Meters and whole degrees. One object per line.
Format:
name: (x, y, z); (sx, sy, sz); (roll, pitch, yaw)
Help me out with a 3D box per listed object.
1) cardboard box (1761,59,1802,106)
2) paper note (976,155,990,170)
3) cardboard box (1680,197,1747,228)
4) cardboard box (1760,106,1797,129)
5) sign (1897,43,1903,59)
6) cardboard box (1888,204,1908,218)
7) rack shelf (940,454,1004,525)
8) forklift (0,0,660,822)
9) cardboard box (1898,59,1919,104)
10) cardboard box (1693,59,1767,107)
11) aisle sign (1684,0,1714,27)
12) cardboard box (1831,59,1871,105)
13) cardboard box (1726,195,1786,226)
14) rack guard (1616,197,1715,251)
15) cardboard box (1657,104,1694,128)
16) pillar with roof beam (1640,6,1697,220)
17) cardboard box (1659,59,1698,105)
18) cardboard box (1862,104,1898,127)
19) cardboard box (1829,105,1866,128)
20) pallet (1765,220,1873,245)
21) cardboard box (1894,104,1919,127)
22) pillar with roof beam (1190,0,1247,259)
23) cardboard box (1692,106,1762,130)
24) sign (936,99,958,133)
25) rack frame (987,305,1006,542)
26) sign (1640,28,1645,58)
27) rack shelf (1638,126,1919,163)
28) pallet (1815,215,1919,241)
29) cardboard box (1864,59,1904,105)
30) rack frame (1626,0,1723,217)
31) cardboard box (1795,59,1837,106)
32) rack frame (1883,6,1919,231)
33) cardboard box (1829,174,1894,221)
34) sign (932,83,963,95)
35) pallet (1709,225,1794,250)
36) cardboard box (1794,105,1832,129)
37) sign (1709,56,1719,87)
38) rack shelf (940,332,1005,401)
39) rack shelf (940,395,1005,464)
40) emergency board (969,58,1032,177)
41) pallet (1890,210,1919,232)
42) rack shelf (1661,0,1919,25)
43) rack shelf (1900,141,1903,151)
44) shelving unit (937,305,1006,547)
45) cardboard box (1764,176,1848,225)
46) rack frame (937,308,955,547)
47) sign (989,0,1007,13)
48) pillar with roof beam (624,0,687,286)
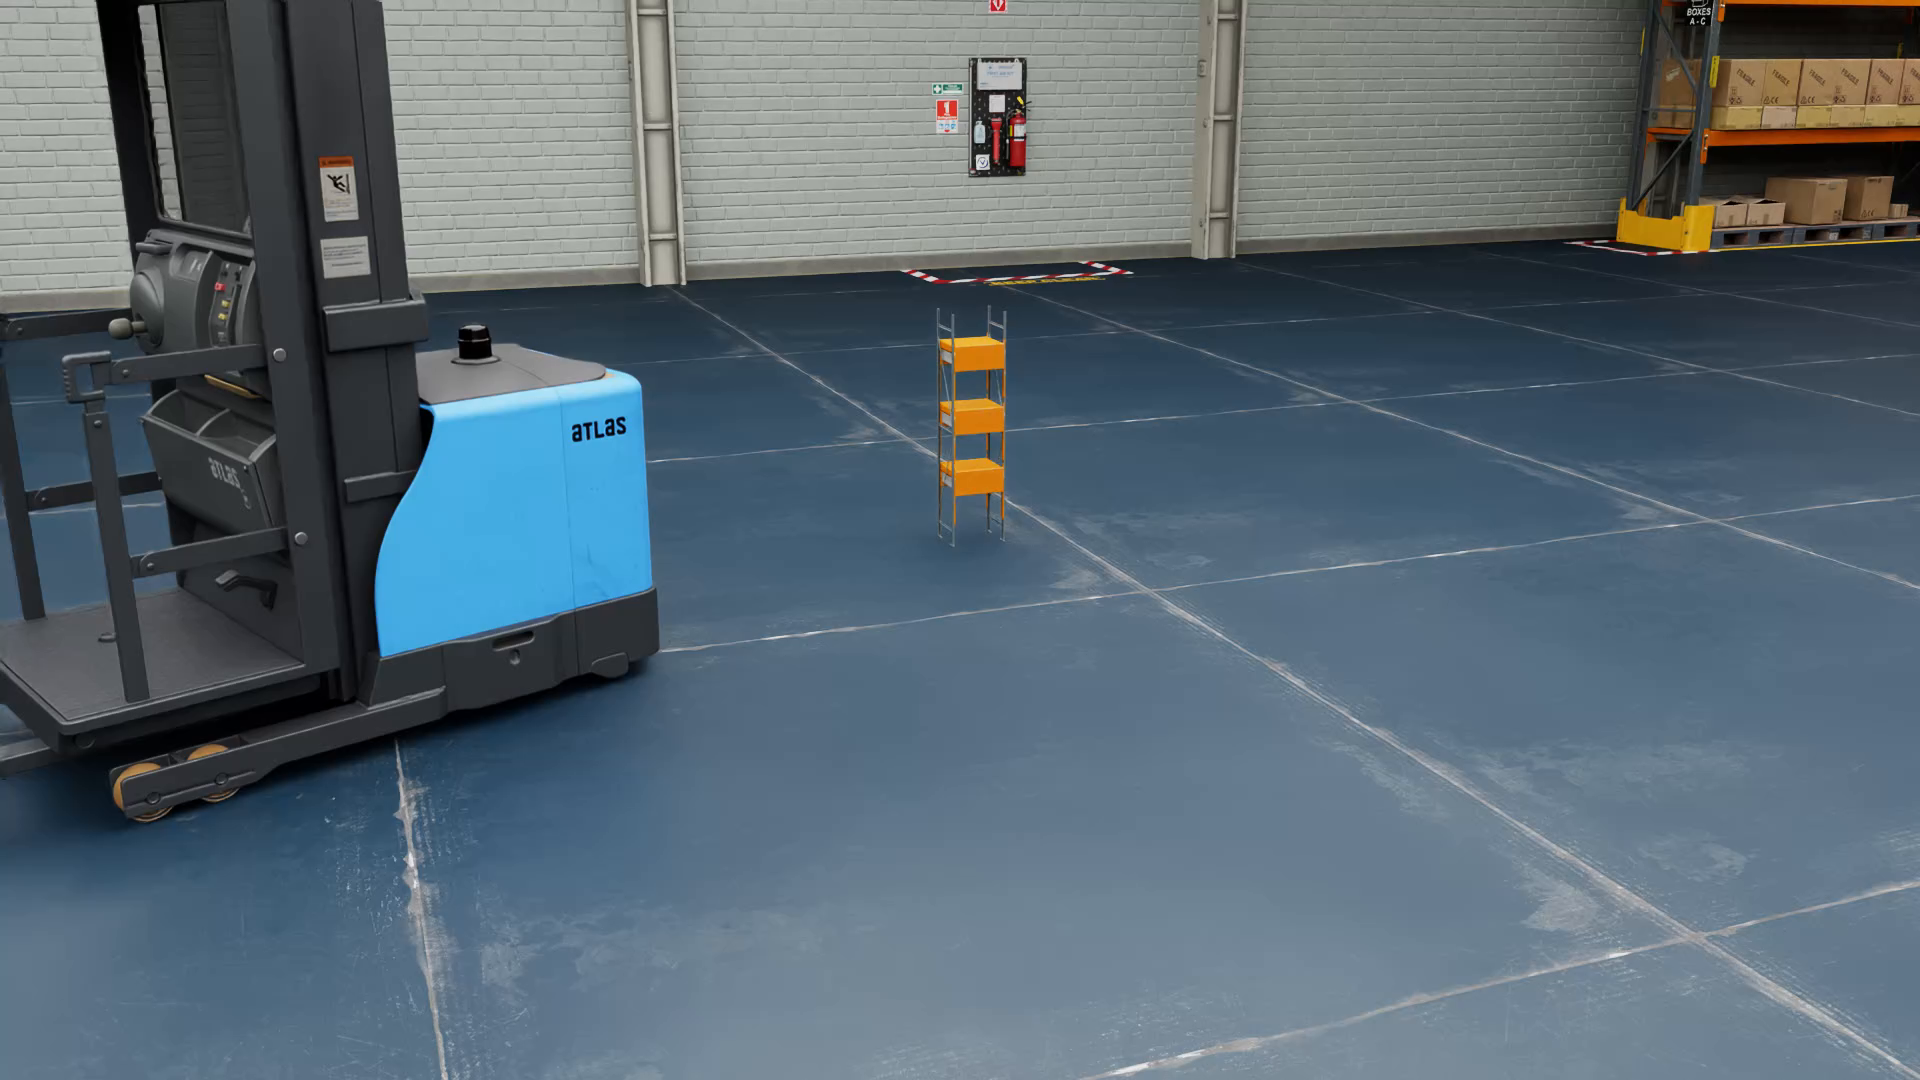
cardboard box: (9.022, -5.134, 18.658); (0.500, 0.500, 0.500); (-6, 17, -20)
paper note: (0.233, -3.852, 16.956); (0.142, 0.148, 0.016); (-6, 17, -20)
cardboard box: (8.682, -3.788, 19.164); (0.500, 0.311, 0.500); (-8, 18, -26)
cardboard box: (9.052, -4.780, 18.782); (0.500, 0.250, 0.500); (-7, 18, -22)
sign: (11.537, -5.925, 20.396); (0.005, 0.325, 0.100); (-6, 17, -20)
cardboard box: (11.250, -4.014, 20.190); (0.250, 0.166, 0.380); (-9, 18, -27)
rack shelf: (0.050, -0.232, 7.550); (0.240, 0.259, 0.215); (-6, 17, -20)
forklift: (-2.500, -0.755, 4.967); (3.031, 2.935, 1.130); (-15, 22, -41)
cardboard box: (10.944, -5.340, 19.360); (0.500, 0.500, 0.500); (-6, 17, -20)
cardboard box: (8.557, -5.087, 18.497); (0.500, 0.500, 0.500); (-6, 17, -20)
aisle sign: (8.043, -5.982, 18.030); (0.004, 0.787, 0.394); (-6, 17, -20)
cardboard box: (9.984, -5.240, 19.017); (0.500, 0.500, 0.500); (-6, 17, -18)
cardboard box: (9.214, -3.845, 19.359); (0.500, 0.311, 0.500); (-5, 17, -15)
rack guard: (8.074, -3.629, 19.068); (0.348, 0.500, 1.175); (-6, 17, -20)
cardboard box: (8.370, -4.856, 19.042); (0.500, 0.250, 0.500); (-6, 17, -19)
pillar with roof beam: (9.888, -6.864, 15.003); (0.400, 9.000, 9.100); (-6, 17, -20)
cardboard box: (8.367, -5.221, 18.955); (0.500, 0.500, 0.500); (-6, 18, -21)
cardboard box: (10.472, -4.931, 19.297); (0.500, 0.250, 0.500); (-6, 17, -20)
cardboard box: (10.003, -4.880, 19.123); (0.500, 0.250, 0.500); (-6, 17, -20)
pallet: (9.983, -3.685, 19.771); (1.213, 0.211, 1.003); (-6, 17, -20)
cardboard box: (10.936, -4.986, 19.484); (0.500, 0.250, 0.500); (-6, 17, -20)
pillar with roof beam: (4.285, -6.259, 12.943); (0.400, 9.000, 9.100); (-6, 17, -20)
cardboard box: (8.573, -4.724, 18.591); (0.500, 0.250, 0.500); (-7, 18, -22)
sign: (-0.130, -4.263, 16.728); (0.234, 0.329, 0.001); (-6, 17, -20)
rack frame: (0.164, -0.521, 7.511); (0.008, 1.050, 0.200); (-6, 17, -20)
sign: (7.823, -5.676, 18.986); (0.005, 0.325, 0.100); (-6, 17, -20)
rack shelf: (9.871, -4.677, 19.478); (4.000, 0.370, 1.077); (-6, 17, -20)
pallet: (11.124, -3.809, 20.194); (1.213, 0.211, 1.003); (-6, 17, -20)
cardboard box: (10.470, -5.292, 19.197); (0.500, 0.500, 0.500); (-7, 18, -22)
rack frame: (8.003, -4.820, 18.690); (0.127, 3.000, 1.000); (-6, 17, -20)
cardboard box: (9.506, -5.185, 18.830); (0.500, 0.500, 0.500); (-7, 18, -22)
rack frame: (11.738, -5.224, 20.063); (0.127, 3.000, 1.000); (-6, 17, -20)
cardboard box: (10.784, -4.120, 19.961); (0.500, 0.500, 0.500); (-8, 18, -24)
sign: (-0.122, -4.515, 16.647); (0.331, 0.109, 0.001); (-6, 17, -20)
pallet: (8.846, -3.563, 19.356); (1.213, 0.211, 1.003); (-6, 17, -20)
cardboard box: (9.530, -4.830, 18.952); (0.500, 0.250, 0.500); (-6, 18, -21)
sign: (8.198, -5.093, 18.082); (0.005, 0.325, 0.100); (-6, 17, -20)
rack shelf: (0.050, -0.771, 7.392); (0.240, 0.259, 0.215); (-6, 17, -20)
rack shelf: (0.050, -0.499, 7.472); (0.240, 0.259, 0.215); (-6, 17, -20)
emergency board: (0.423, -4.275, 16.831); (0.643, 1.169, 0.194); (-6, 17, -20)
pallet: (12.465, -3.965, 20.725); (1.213, 0.211, 1.003); (-6, 17, -20)
rack shelf: (9.871, -6.116, 19.055); (4.000, 0.370, 1.077); (-6, 17, -20)
rack shelf: (13.606, -5.080, 20.851); (4.000, 0.370, 1.077); (-6, 17, -20)
shelving unit: (0.050, -0.509, 7.469); (0.252, 1.050, 0.215); (-6, 17, -20)
cardboard box: (9.917, -3.997, 19.540); (0.500, 0.500, 0.700); (-7, 18, -24)
rack frame: (-0.064, -0.497, 7.427); (0.008, 1.050, 0.200); (-6, 17, -20)
sign: (0.380, -5.412, 16.591); (0.199, 0.298, 0.001); (-6, 17, -20)
pillar with roof beam: (-1.318, -5.655, 10.883); (0.400, 9.000, 9.100); (-6, 17, -20)
